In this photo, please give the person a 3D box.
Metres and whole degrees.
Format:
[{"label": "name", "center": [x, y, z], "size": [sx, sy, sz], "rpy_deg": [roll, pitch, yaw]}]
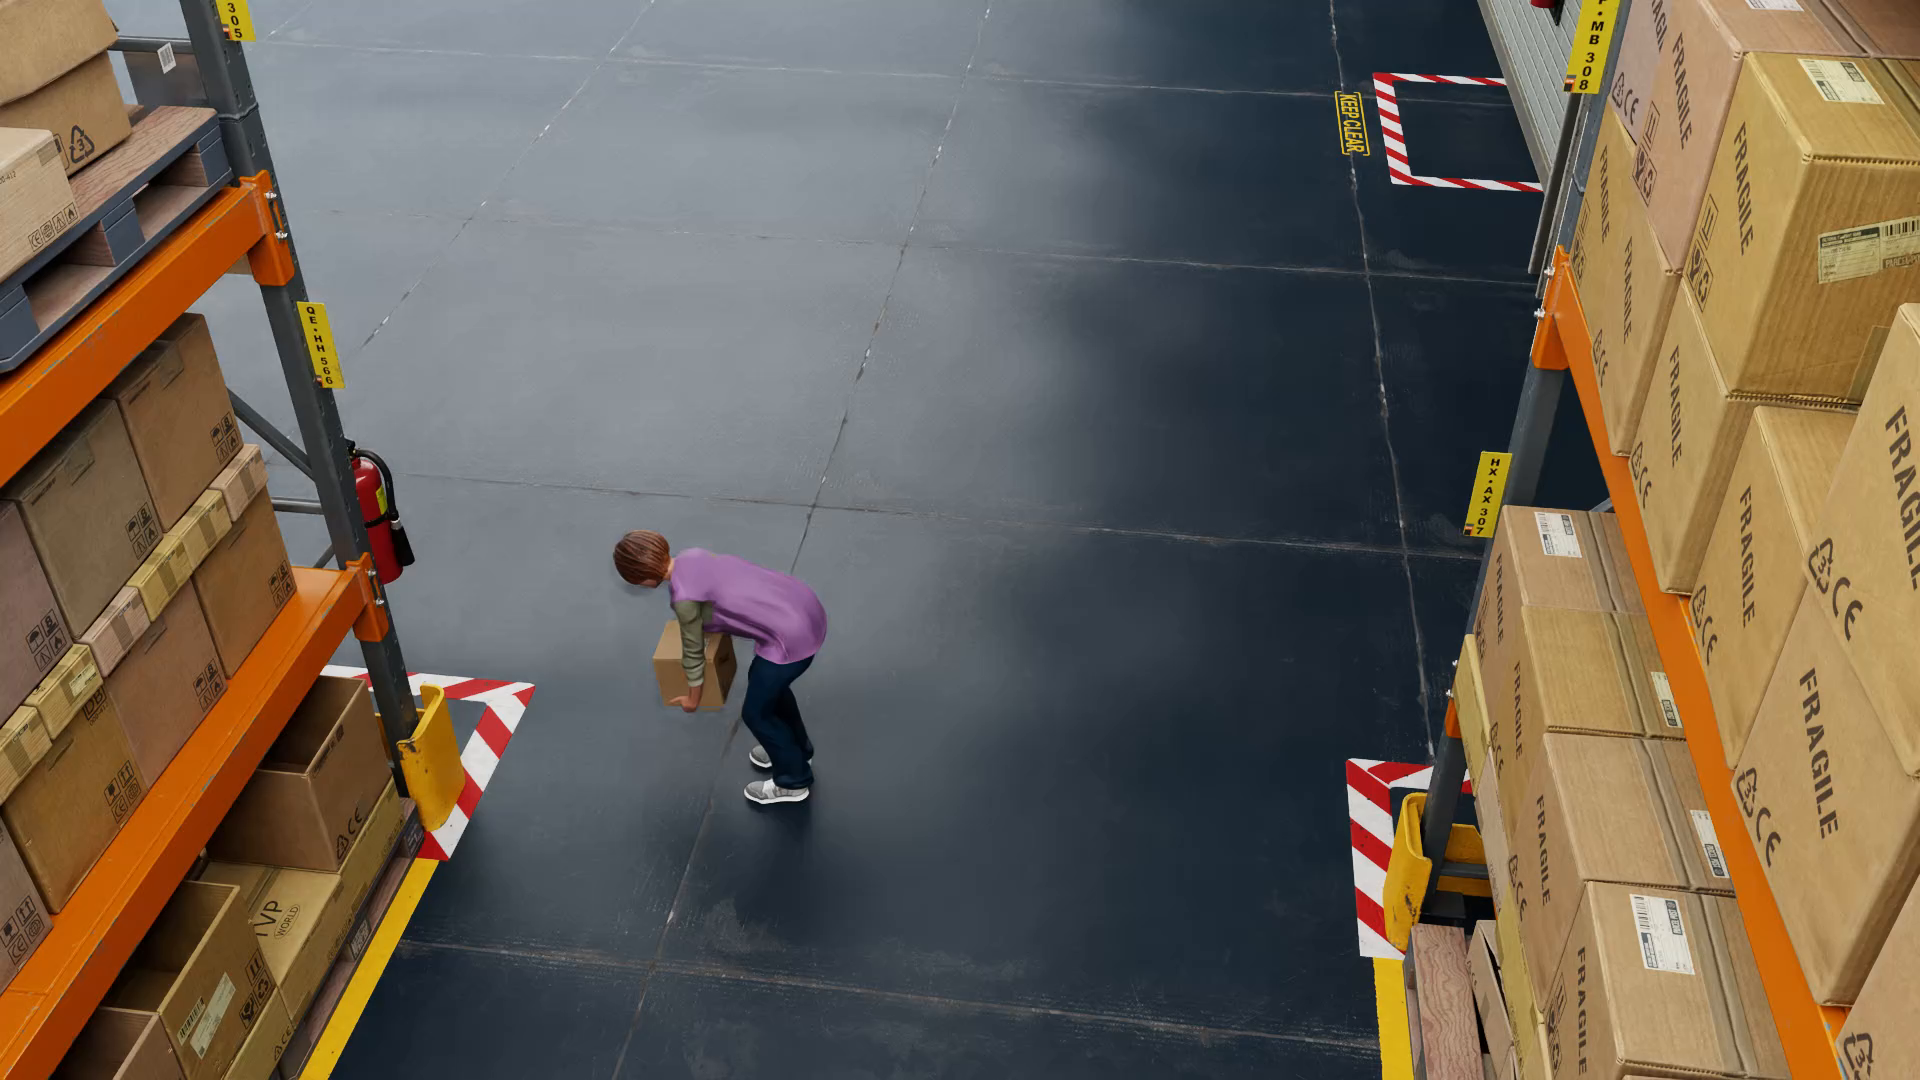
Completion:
[{"label": "person", "center": [-0.928, 0.538, 6.704], "size": [0.810, 1.146, 0.378], "rpy_deg": [4, 37, 5]}]
